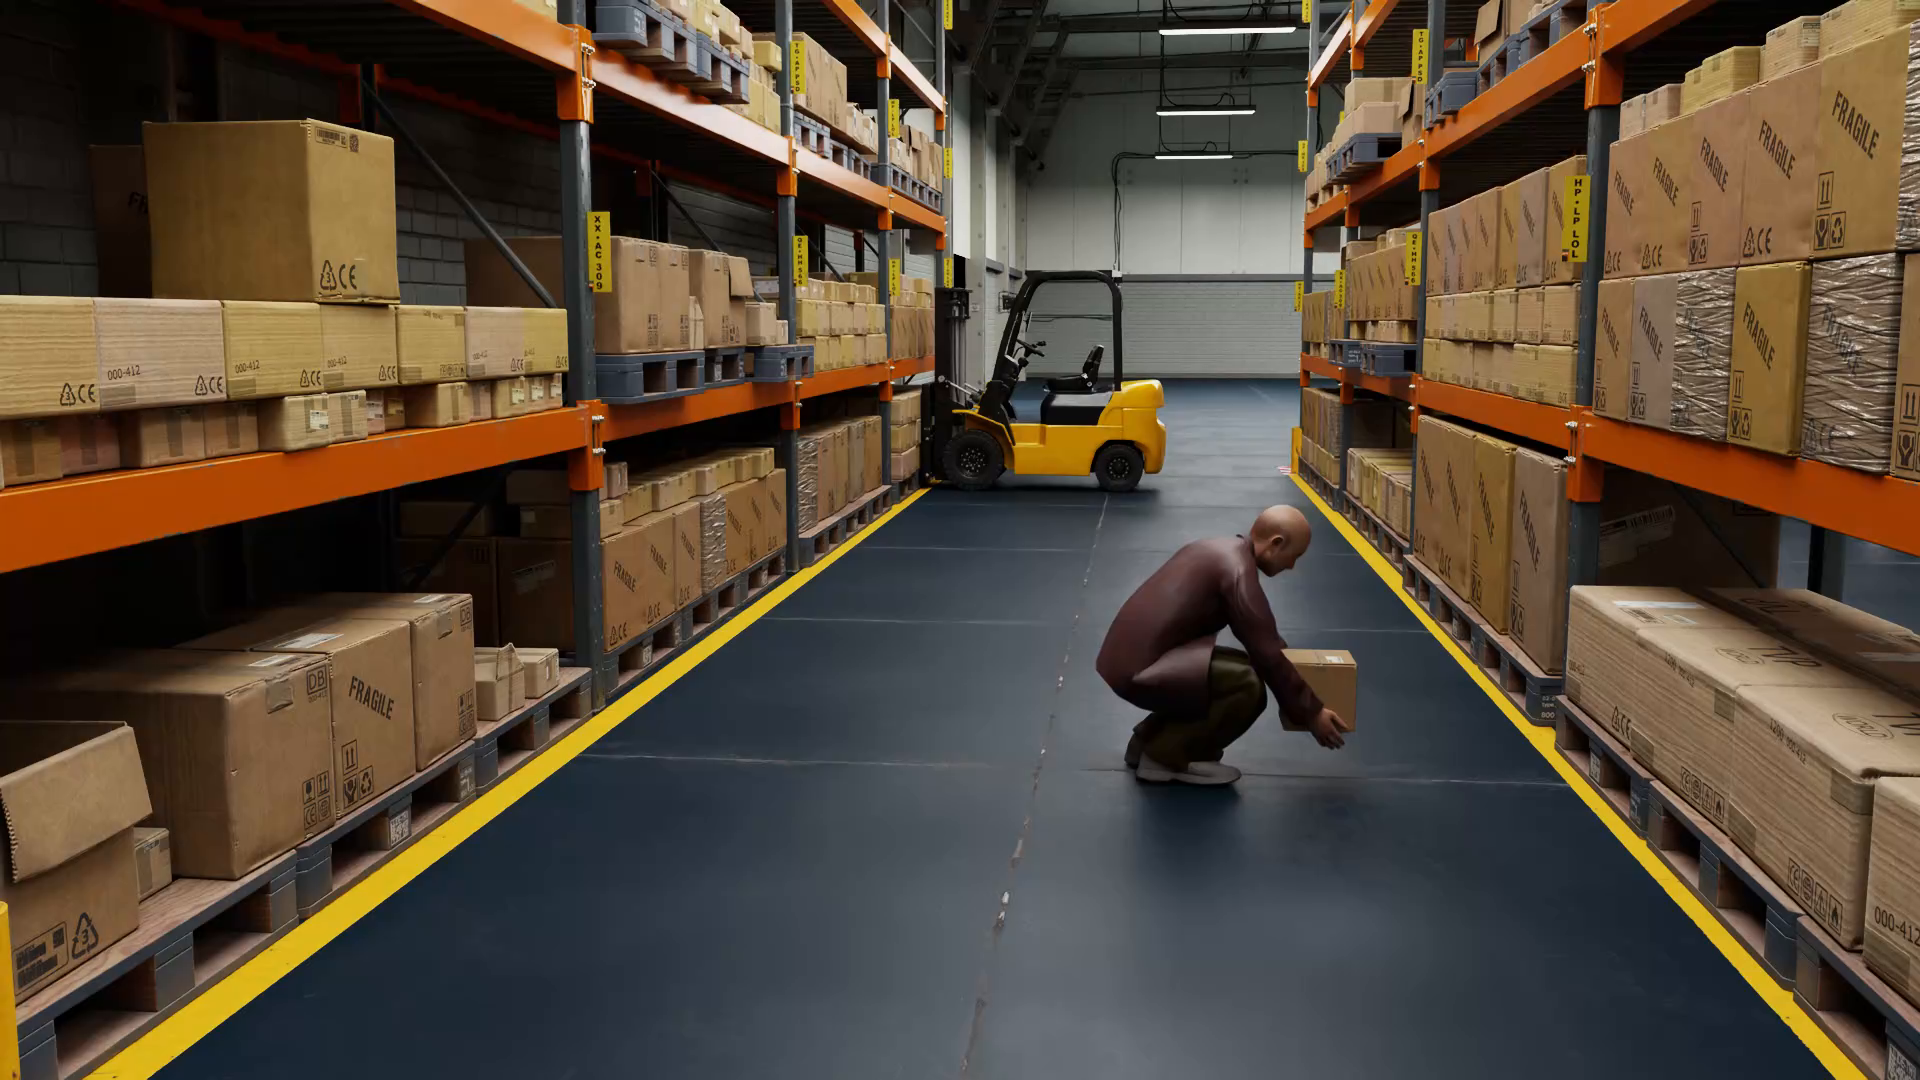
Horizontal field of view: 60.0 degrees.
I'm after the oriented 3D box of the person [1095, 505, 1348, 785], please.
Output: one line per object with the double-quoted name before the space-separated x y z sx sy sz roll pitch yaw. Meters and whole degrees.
"person" 0.943 0.378 6.051 0.899 0.981 0.594 1 7 6
